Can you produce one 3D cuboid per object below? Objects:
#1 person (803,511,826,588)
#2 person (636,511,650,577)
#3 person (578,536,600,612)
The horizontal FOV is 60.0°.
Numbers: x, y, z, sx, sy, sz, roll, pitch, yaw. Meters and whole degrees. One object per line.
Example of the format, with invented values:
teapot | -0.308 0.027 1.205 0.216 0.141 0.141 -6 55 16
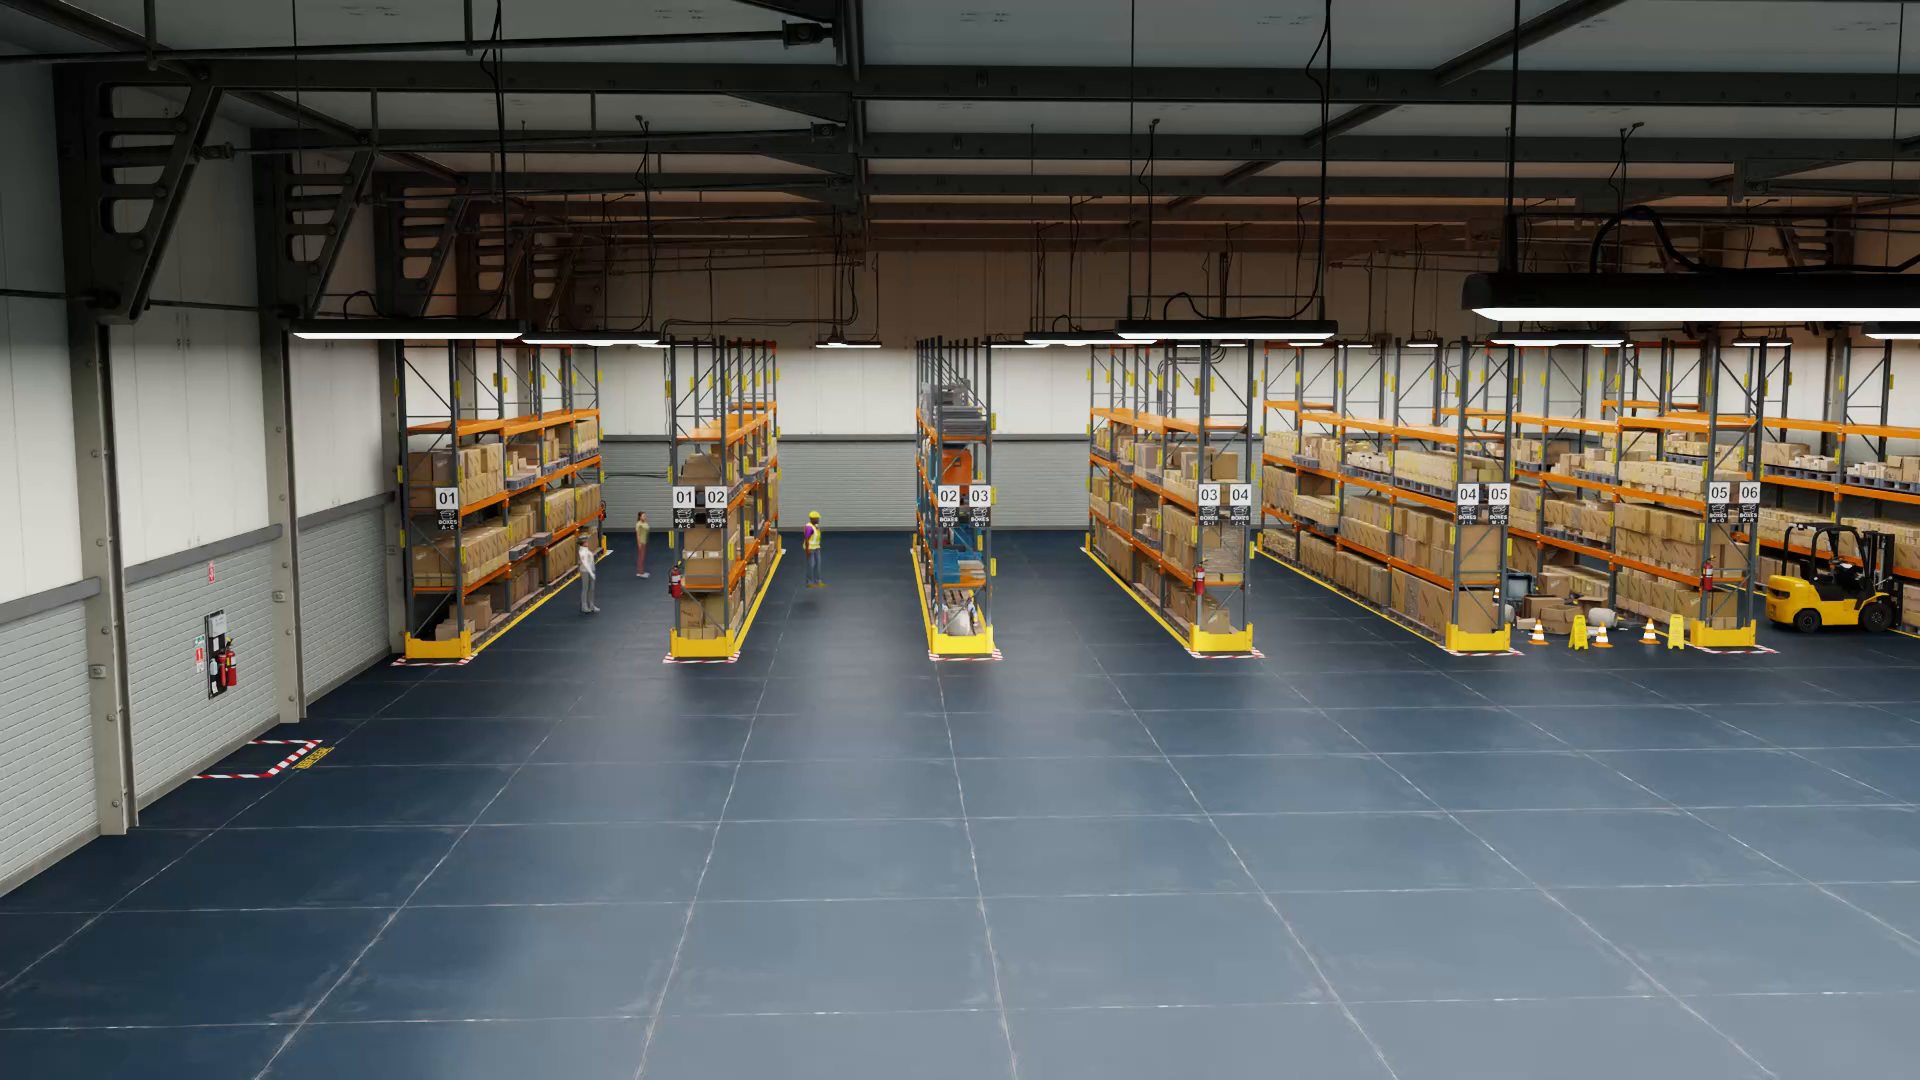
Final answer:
person | -3.377 0.219 38.218 0.418 1.764 0.627 4 8 31
person | -8.062 0.107 42.308 0.348 1.708 0.459 0 6 2
person | -8.157 0.747 36.576 0.514 1.683 0.526 3 7 21
